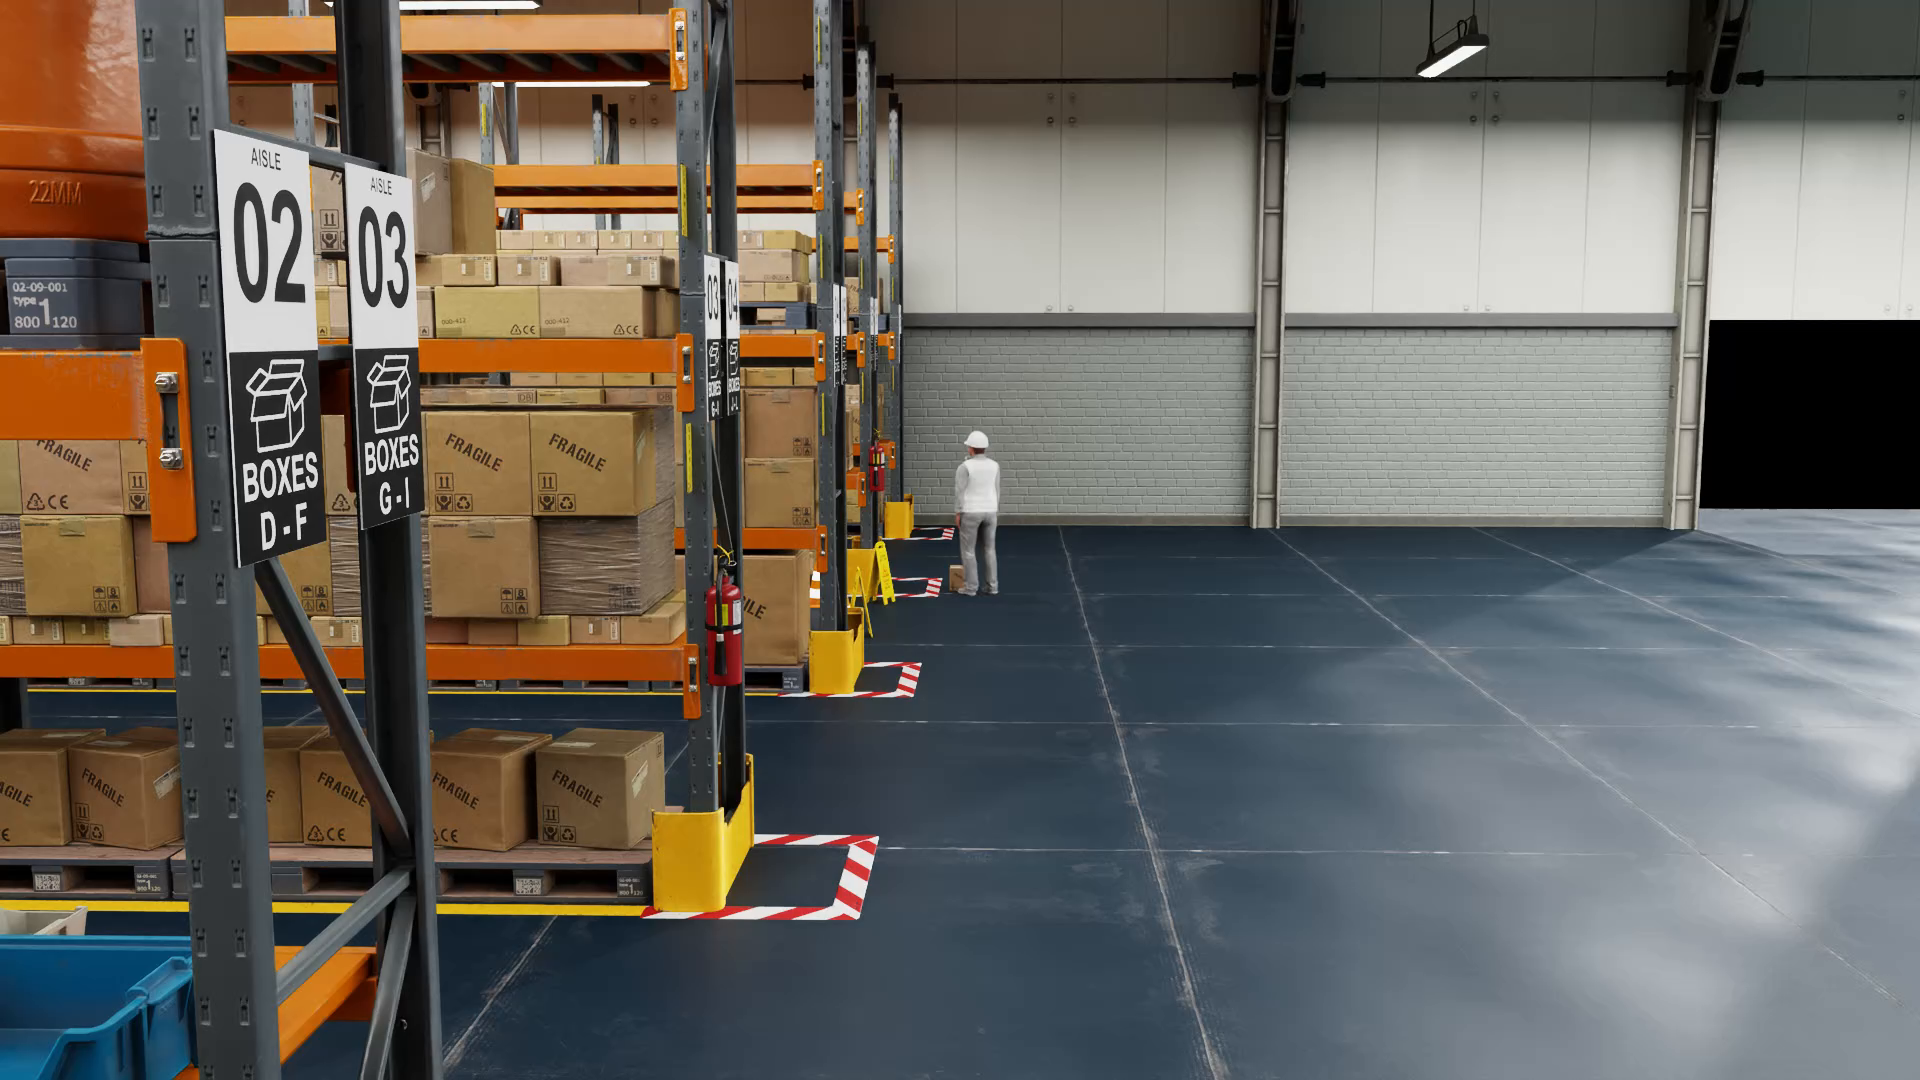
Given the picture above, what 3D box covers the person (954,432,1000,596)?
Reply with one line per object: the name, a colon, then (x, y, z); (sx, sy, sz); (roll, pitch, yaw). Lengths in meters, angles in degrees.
person: (0.173, -0.286, 17.970); (0.531, 1.774, 0.359); (-3, 8, -25)
